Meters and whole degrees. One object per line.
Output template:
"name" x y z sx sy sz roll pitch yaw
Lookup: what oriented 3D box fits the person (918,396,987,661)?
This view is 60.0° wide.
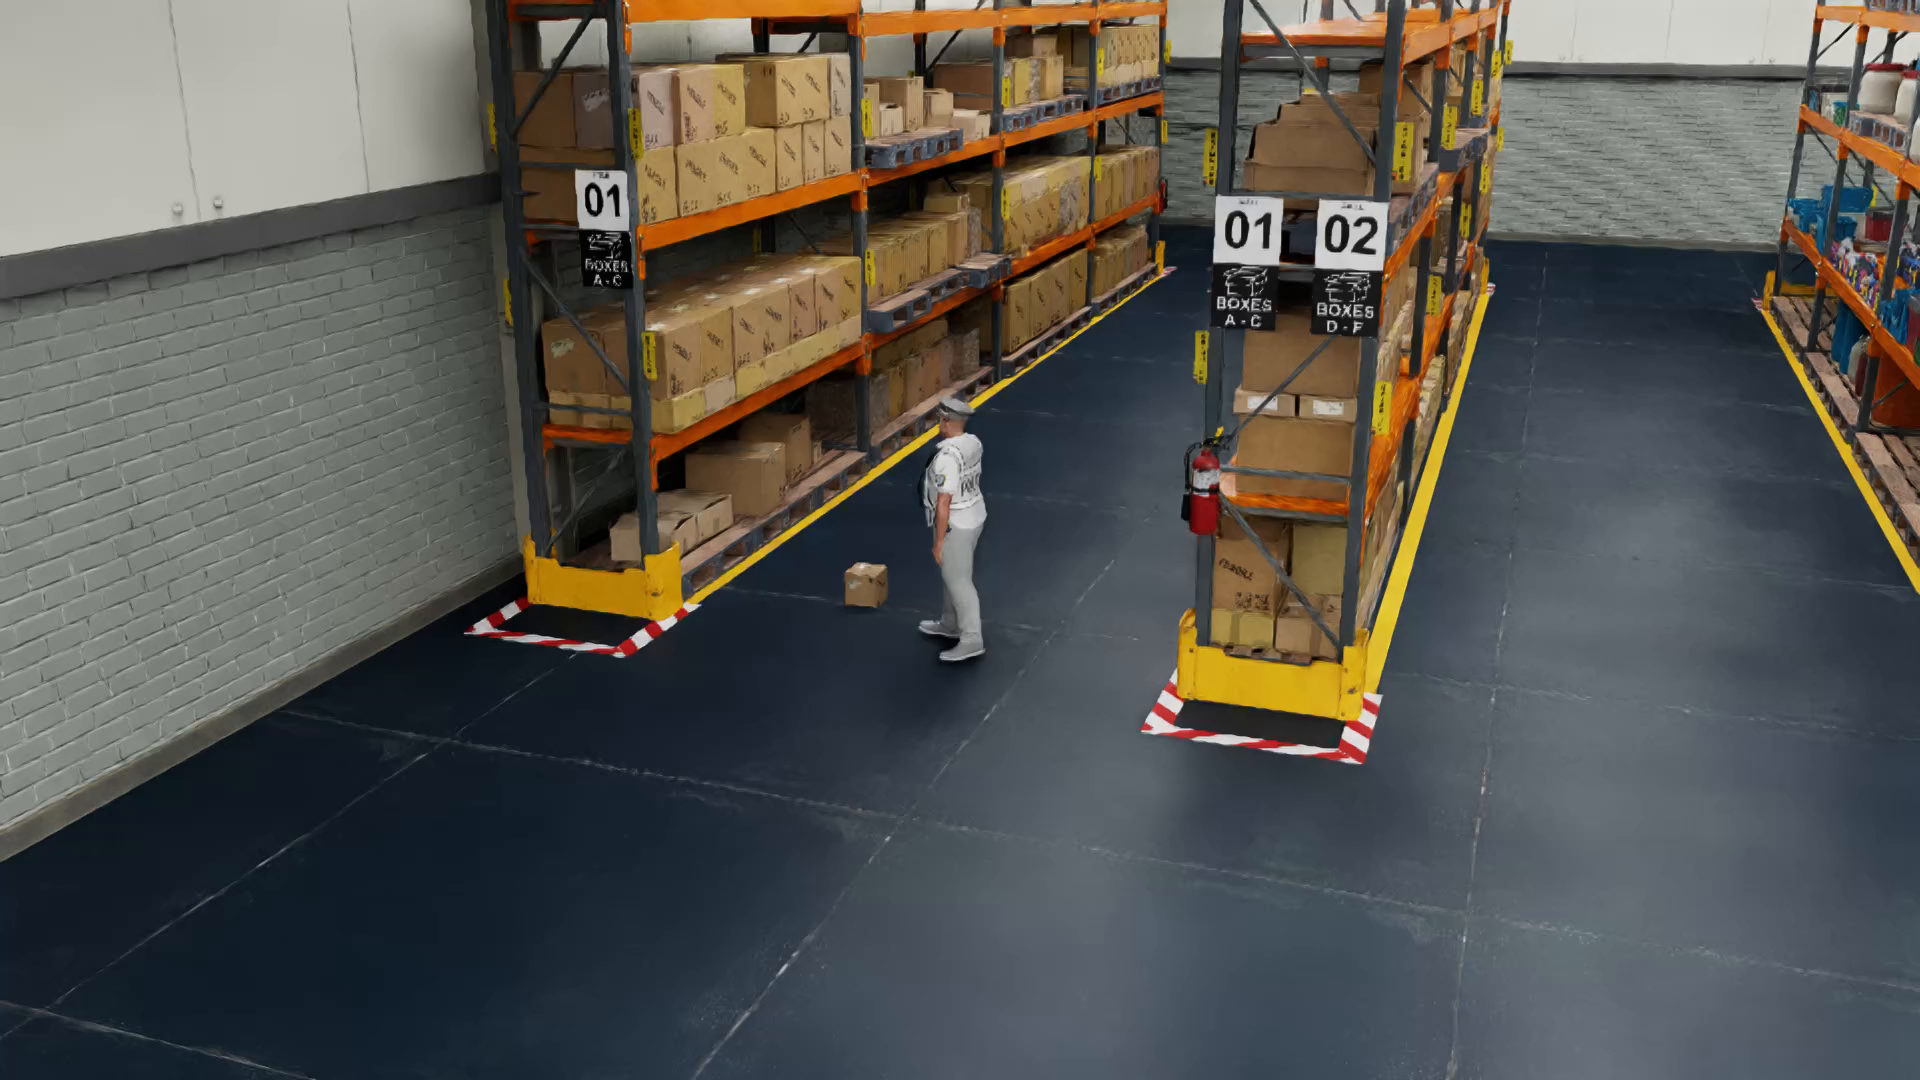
"person" -0.059 -0.117 11.337 0.592 1.750 0.717 7 20 20
